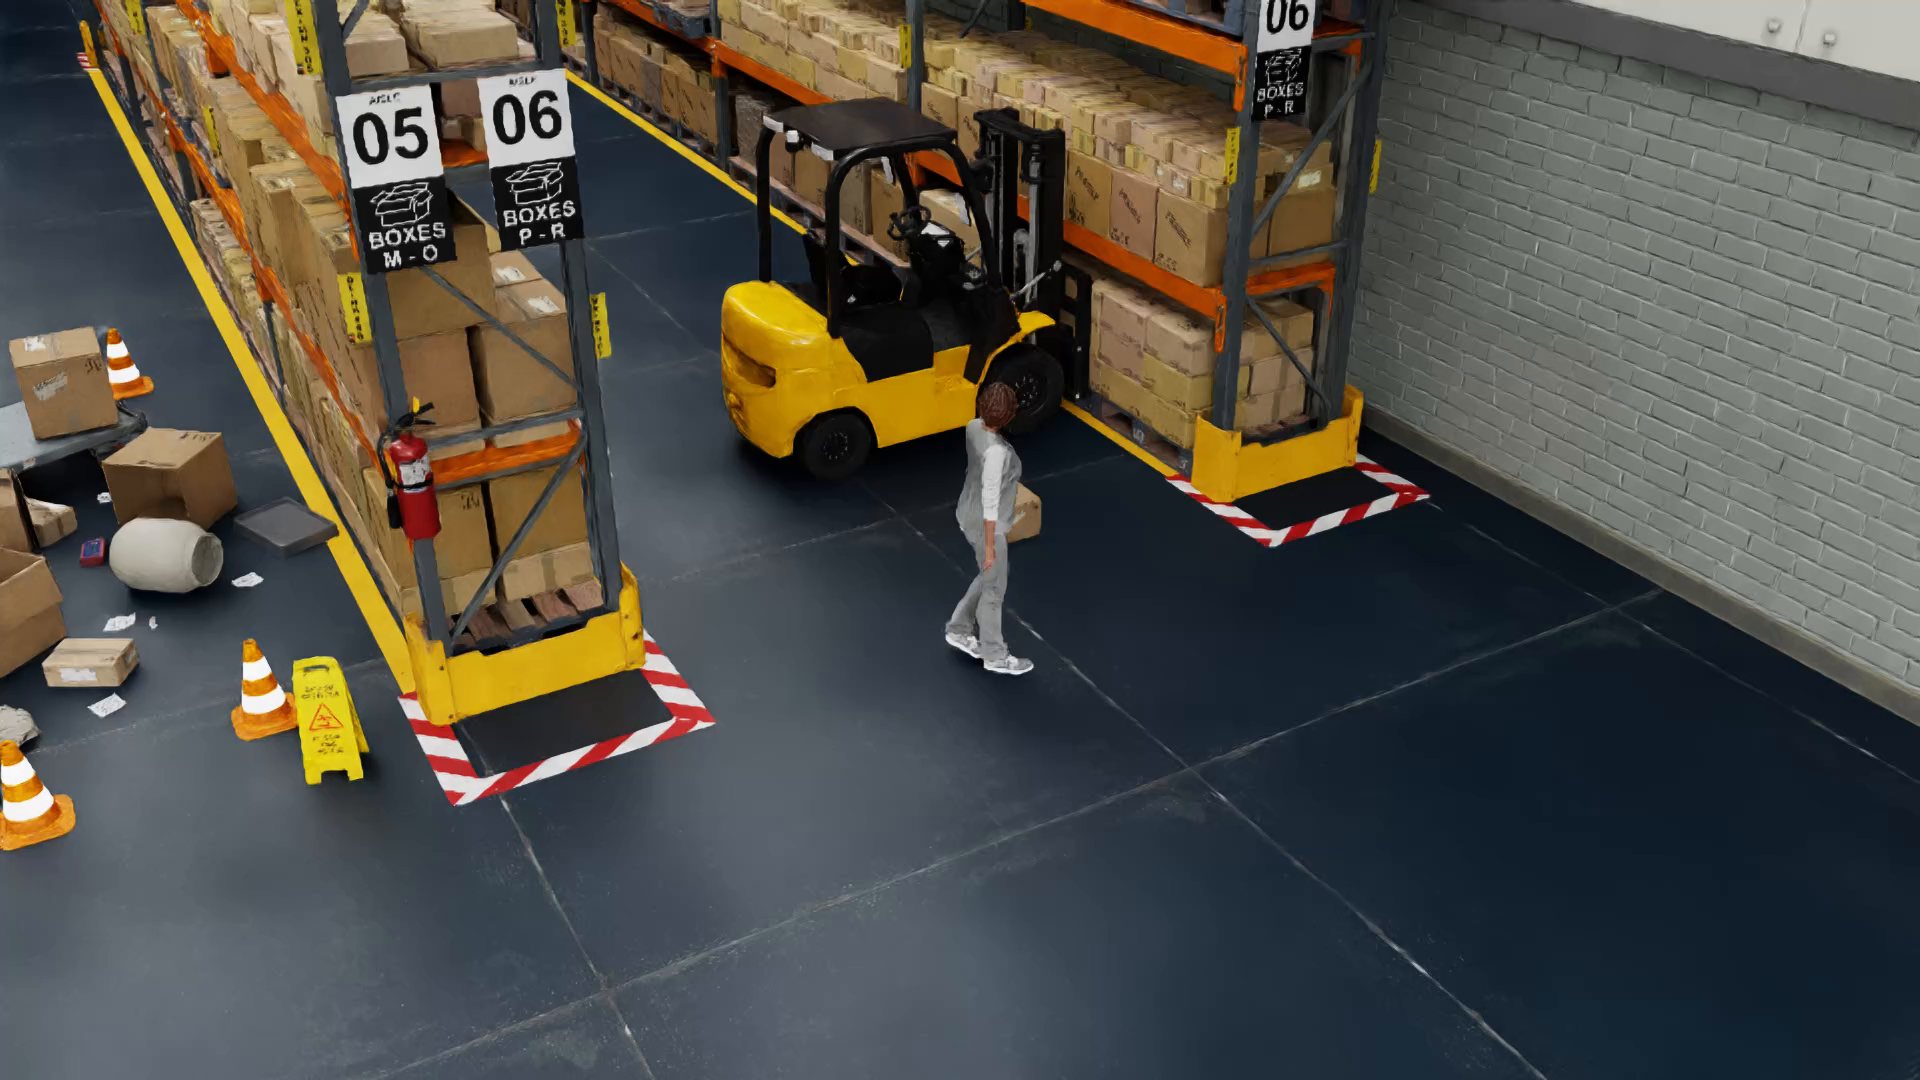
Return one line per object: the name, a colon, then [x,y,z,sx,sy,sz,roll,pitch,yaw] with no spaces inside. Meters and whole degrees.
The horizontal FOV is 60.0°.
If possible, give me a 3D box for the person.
person: [0.143,-0.064,8.686,0.440,1.589,0.485,-6,30,-10]
